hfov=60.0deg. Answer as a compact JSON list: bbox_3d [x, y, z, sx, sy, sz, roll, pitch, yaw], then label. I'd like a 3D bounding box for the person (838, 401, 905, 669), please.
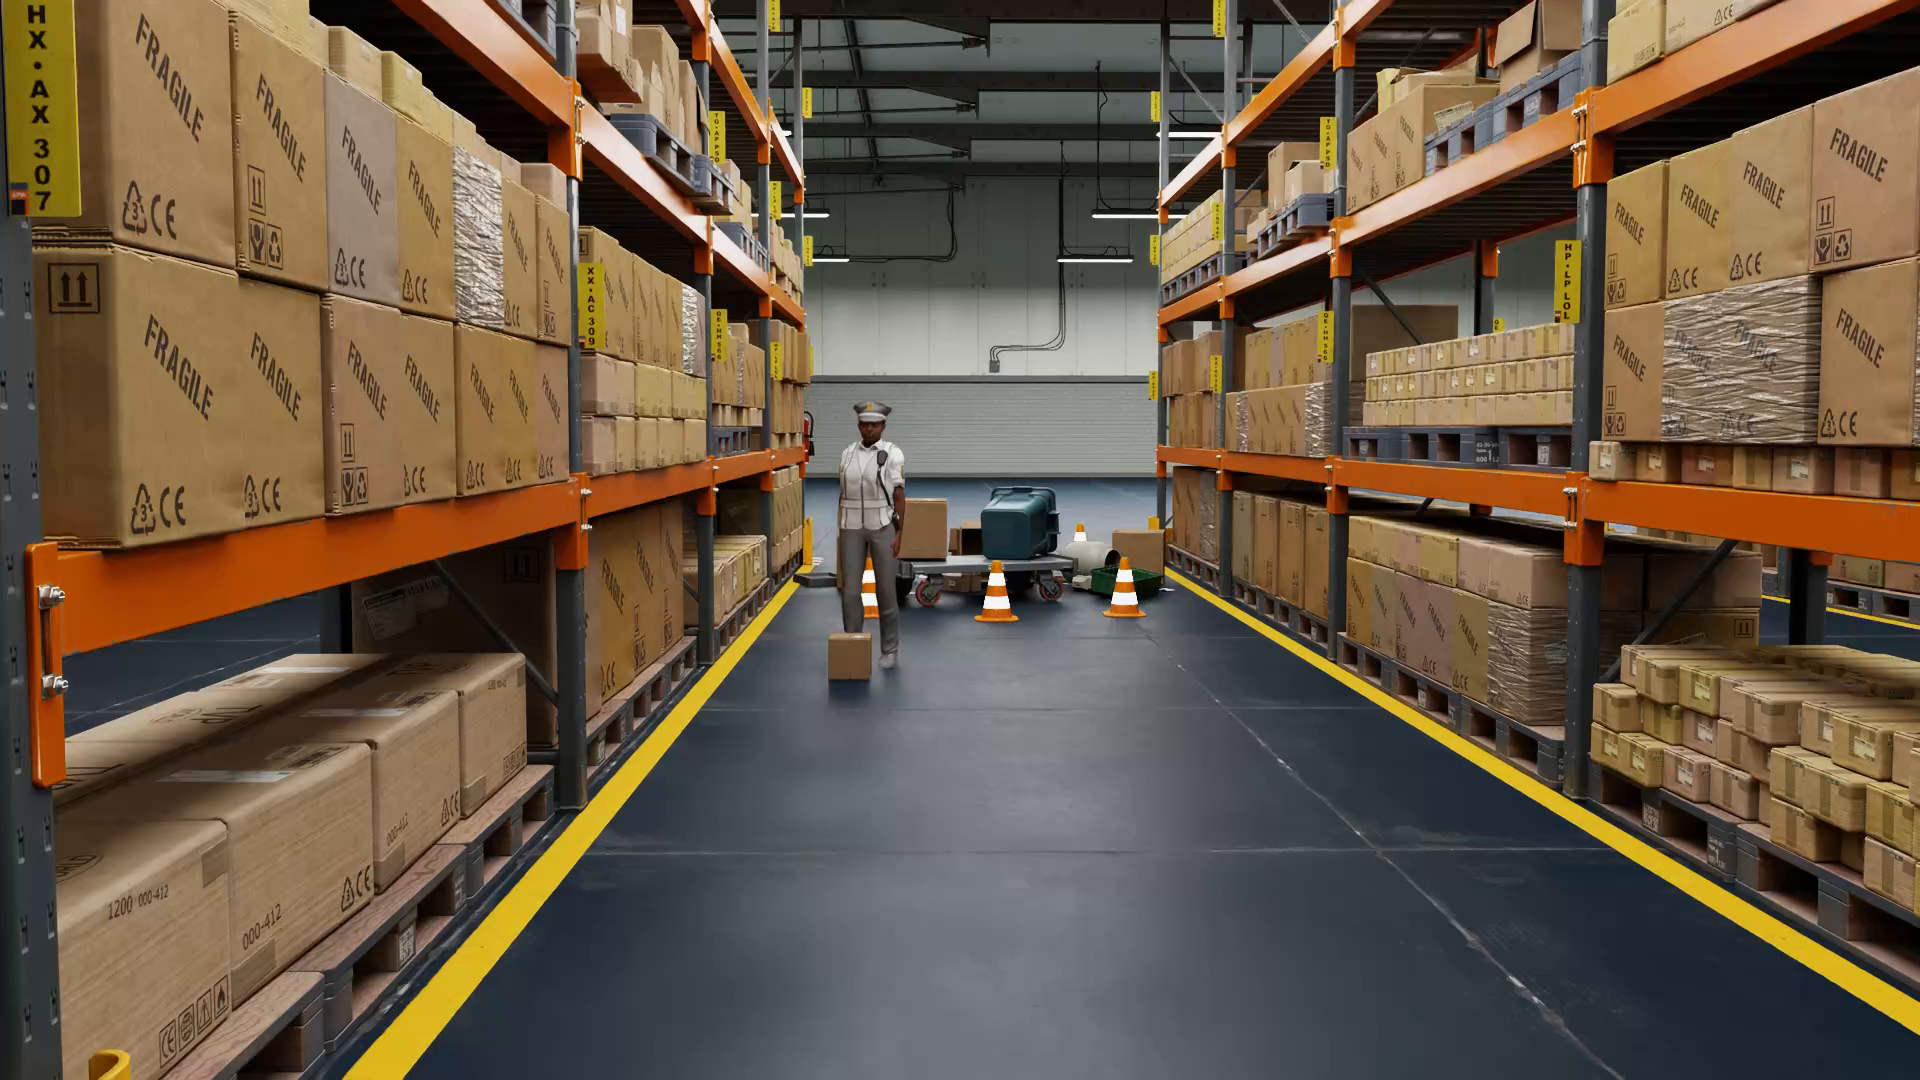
[{"bbox_3d":[-0.562,-0.031,10.486,0.436,1.687,0.341,1,4,12],"label":"person"}]
